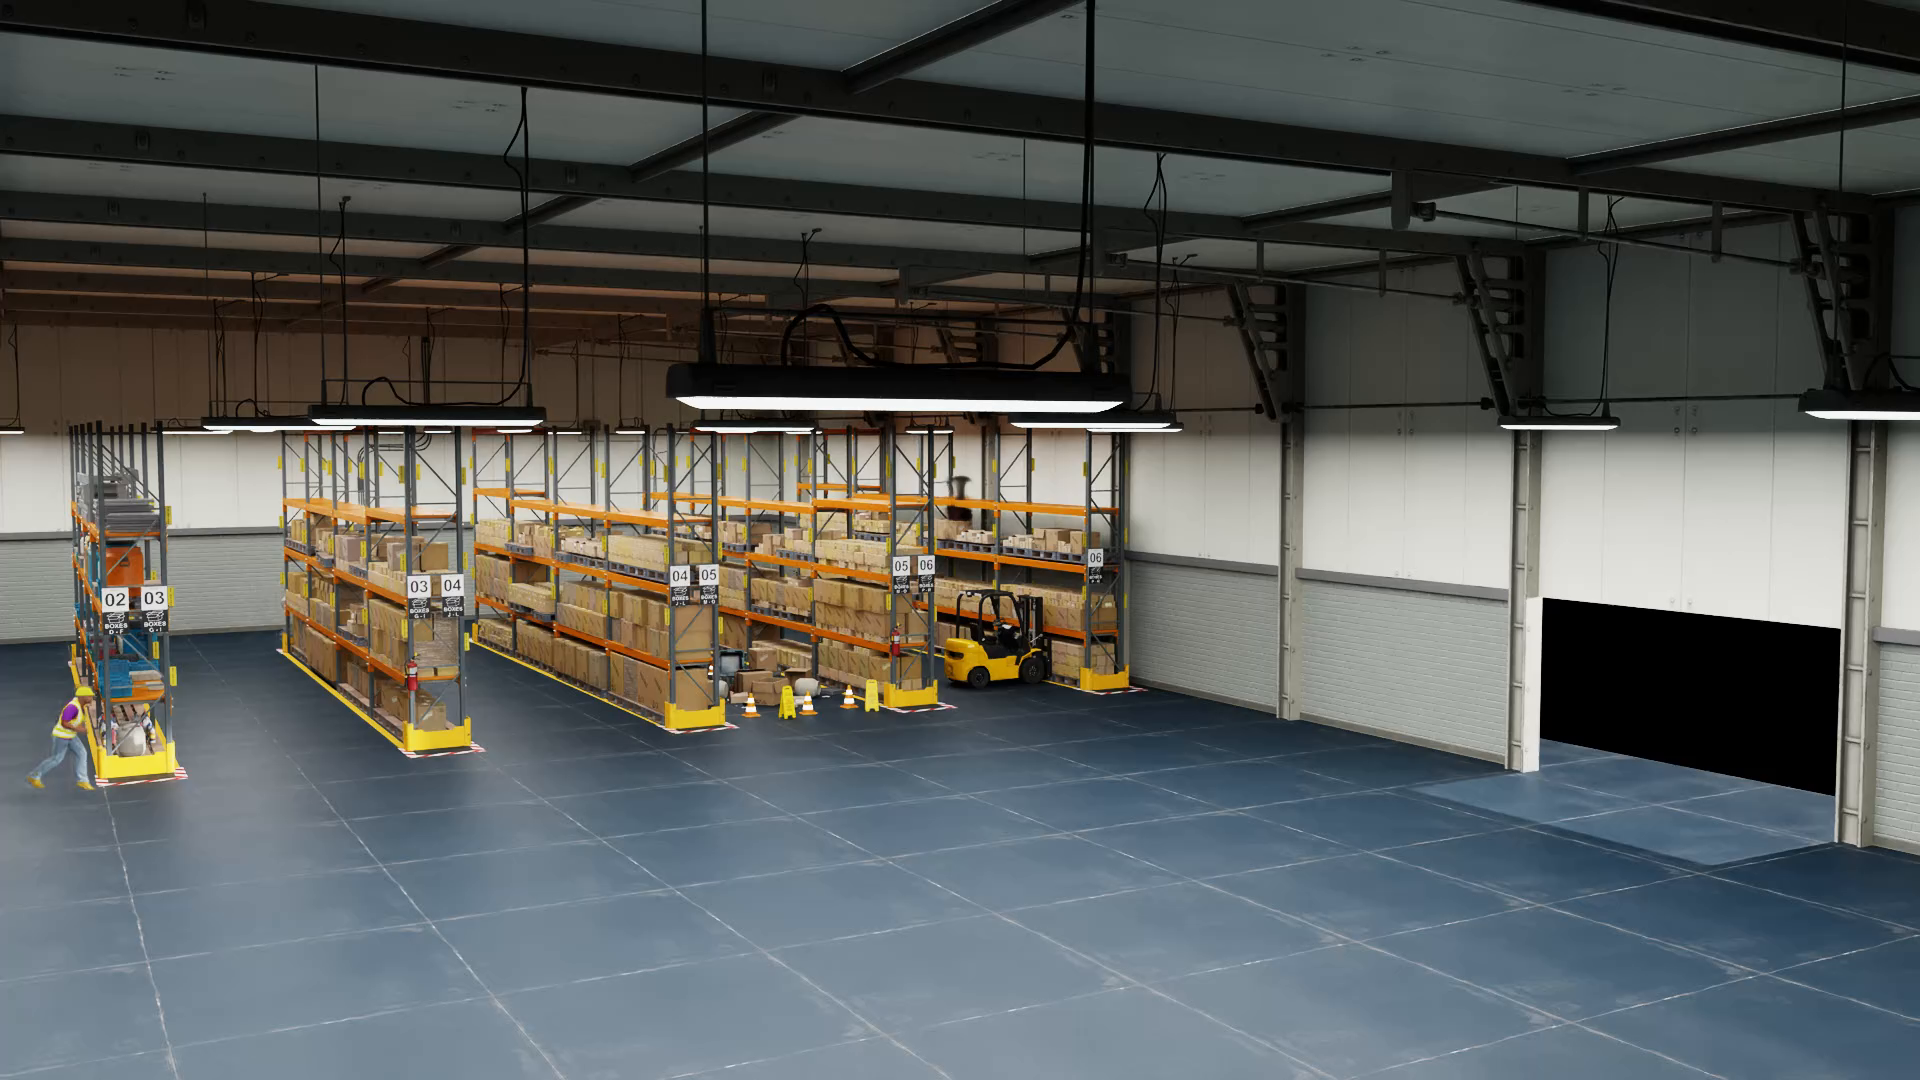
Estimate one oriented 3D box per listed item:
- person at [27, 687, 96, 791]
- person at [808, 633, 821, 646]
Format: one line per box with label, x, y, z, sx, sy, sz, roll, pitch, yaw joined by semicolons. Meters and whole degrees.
person;-14.536;3.238;26.909;1.050;1.717;0.739;-1;4;-13
person;-3.953;2.152;44.463;0.819;1.727;0.735;0;4;2
